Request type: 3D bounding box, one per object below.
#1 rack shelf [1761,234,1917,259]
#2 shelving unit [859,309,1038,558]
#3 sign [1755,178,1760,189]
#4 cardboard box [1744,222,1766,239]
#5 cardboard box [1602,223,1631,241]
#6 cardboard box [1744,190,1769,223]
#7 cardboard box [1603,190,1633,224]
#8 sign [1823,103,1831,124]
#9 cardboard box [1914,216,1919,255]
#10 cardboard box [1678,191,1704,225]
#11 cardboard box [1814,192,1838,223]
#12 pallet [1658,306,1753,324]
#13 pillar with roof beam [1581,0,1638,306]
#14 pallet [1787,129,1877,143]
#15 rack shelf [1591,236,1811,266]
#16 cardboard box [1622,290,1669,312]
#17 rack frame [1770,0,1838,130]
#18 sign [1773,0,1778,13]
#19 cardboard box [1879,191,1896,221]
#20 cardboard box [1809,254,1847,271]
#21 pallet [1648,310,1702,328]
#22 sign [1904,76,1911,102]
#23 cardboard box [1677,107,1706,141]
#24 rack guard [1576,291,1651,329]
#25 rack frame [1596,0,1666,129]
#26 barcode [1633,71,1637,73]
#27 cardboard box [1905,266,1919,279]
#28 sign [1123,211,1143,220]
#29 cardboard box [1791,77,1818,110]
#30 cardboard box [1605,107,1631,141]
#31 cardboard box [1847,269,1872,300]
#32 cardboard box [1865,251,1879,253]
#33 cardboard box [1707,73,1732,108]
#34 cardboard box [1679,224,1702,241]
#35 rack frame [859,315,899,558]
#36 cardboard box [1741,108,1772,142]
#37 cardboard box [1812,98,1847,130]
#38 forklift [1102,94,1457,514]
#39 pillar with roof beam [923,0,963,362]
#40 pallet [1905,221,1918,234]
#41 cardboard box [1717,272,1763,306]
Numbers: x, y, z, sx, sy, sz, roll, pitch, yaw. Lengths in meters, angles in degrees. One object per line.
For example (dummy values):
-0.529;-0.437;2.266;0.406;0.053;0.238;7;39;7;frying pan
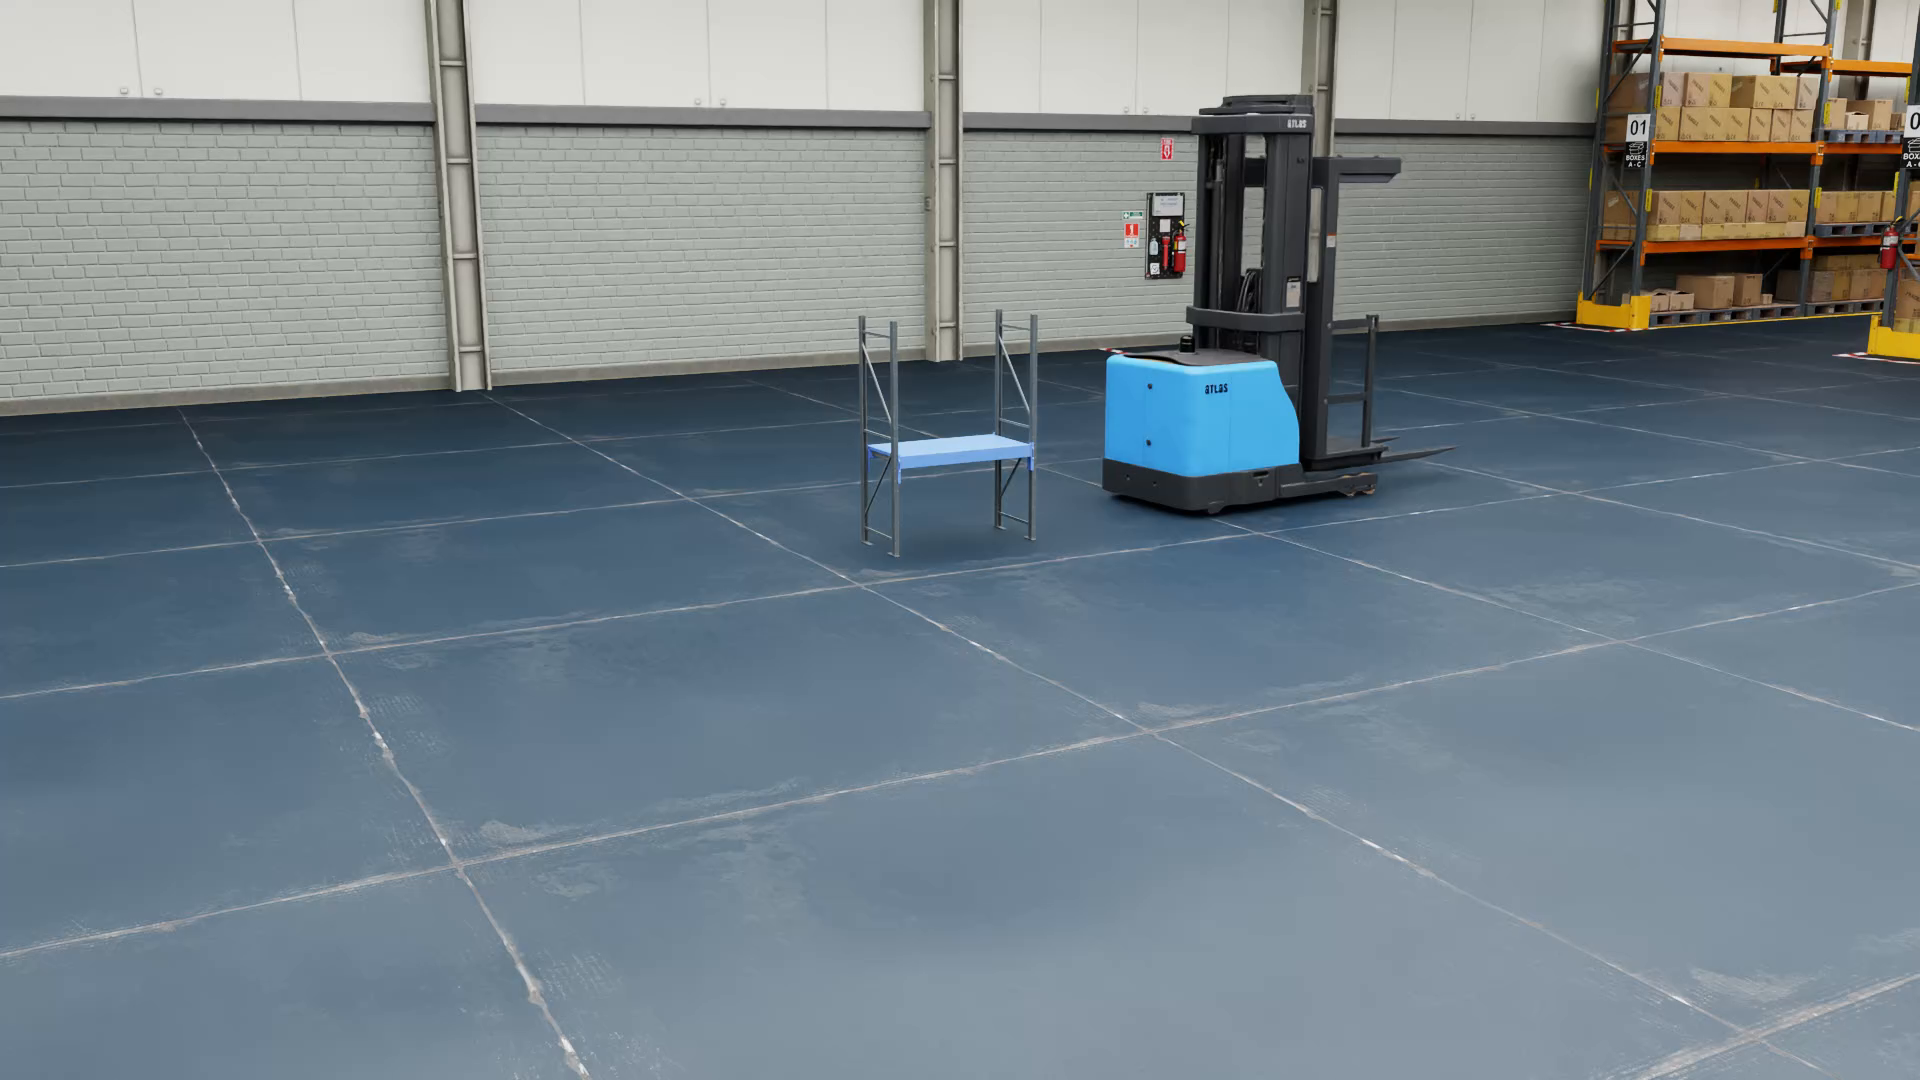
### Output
15.391;-5.089;28.529;4.000;0.370;1.077;-7;14;-28;rack shelf
-0.075;-0.723;10.905;1.048;1.500;0.538;-7;14;-28;shelving unit
13.366;-5.901;27.861;0.005;0.325;0.100;-7;14;-28;sign
12.490;-4.951;26.574;0.500;0.250;0.500;-7;14;-28;cardboard box
10.442;-4.832;26.044;0.500;0.250;0.500;-7;14;-27;cardboard box
12.486;-5.318;26.497;0.500;0.500;0.500;-7;15;-29;cardboard box
10.436;-5.202;25.979;0.500;0.500;0.500;-7;14;-28;cardboard box
13.902;-6.841;26.668;0.005;0.325;0.100;-7;14;-28;sign
12.917;-3.950;21.601;0.500;0.500;0.700;-7;14;-28;cardboard box
11.126;-5.154;25.765;0.500;0.500;0.500;-7;14;-28;cardboard box
14.099;-5.540;27.664;0.500;0.500;0.700;-7;14;-28;cardboard box
11.991;-3.663;26.903;1.213;0.211;1.003;-7;14;-28;pallet
12.387;-7.146;22.368;0.400;9.000;9.100;-7;14;-28;pillar with roof beam
14.228;-6.646;27.404;1.003;0.211;1.213;-7;14;-28;pallet
11.880;-4.668;26.659;4.000;0.370;1.077;-7;14;-28;rack shelf
10.775;-3.767;26.138;0.500;0.311;0.500;-9;15;-34;cardboard box
13.635;-8.156;26.856;0.127;3.000;1.000;-7;14;-28;rack frame
13.364;-8.796;27.209;0.005;0.325;0.100;-7;14;-28;sign
15.656;-5.727;28.496;0.500;0.500;0.700;-7;14;-28;cardboard box
14.658;-4.718;28.226;0.500;0.250;0.500;-7;15;-29;cardboard box
10.921;-3.535;26.336;1.213;0.211;1.003;-7;14;-28;pallet
12.254;-5.817;21.458;0.005;0.325;0.100;-7;14;-28;sign
11.026;-6.367;25.465;0.500;0.500;0.500;-6;14;-24;cardboard box
10.191;-3.597;25.955;0.348;0.500;1.175;-7;14;-28;rack guard
10.125;-7.736;24.986;0.127;3.000;1.000;-7;14;-28;rack frame
10.508;-7.273;25.889;0.075;0.075;0.001;-7;14;-28;barcode
16.539;-4.560;29.230;0.500;0.500;0.700;-7;14;-27;cardboard box
2.344;-4.402;22.548;0.331;0.109;0.001;-7;14;-28;sign
13.326;-7.134;26.596;0.500;0.500;0.500;-8;15;-33;cardboard box
10.369;-6.423;25.714;0.500;0.500;0.500;-6;14;-24;cardboard box
15.170;-4.415;28.588;0.500;0.500;0.700;-7;14;-27;cardboard box
16.009;-4.878;28.935;0.500;0.250;0.500;-7;14;-27;cardboard box
11.488;-6.911;25.605;0.500;0.500;0.500;-6;14;-26;cardboard box
11.154;-4.793;25.871;0.500;0.250;0.500;-7;15;-30;cardboard box
-0.521;-0.669;10.667;0.032;1.500;0.500;-7;14;-28;rack frame
12.392;-6.534;26.208;0.500;0.500;0.500;-7;15;-30;cardboard box
14.154;-6.989;27.316;0.500;0.500;0.500;-5;13;-20;cardboard box
2.576;-1.839;12.607;3.031;2.935;1.130;-8;15;-33;forklift
1.854;-5.884;16.758;0.400;9.000;9.100;-7;14;-28;pillar with roof beam
16.572;-5.461;28.981;1.003;0.211;1.213;-7;14;-28;pallet
12.744;-4.108;27.222;0.500;0.500;0.500;-8;15;-32;cardboard box
